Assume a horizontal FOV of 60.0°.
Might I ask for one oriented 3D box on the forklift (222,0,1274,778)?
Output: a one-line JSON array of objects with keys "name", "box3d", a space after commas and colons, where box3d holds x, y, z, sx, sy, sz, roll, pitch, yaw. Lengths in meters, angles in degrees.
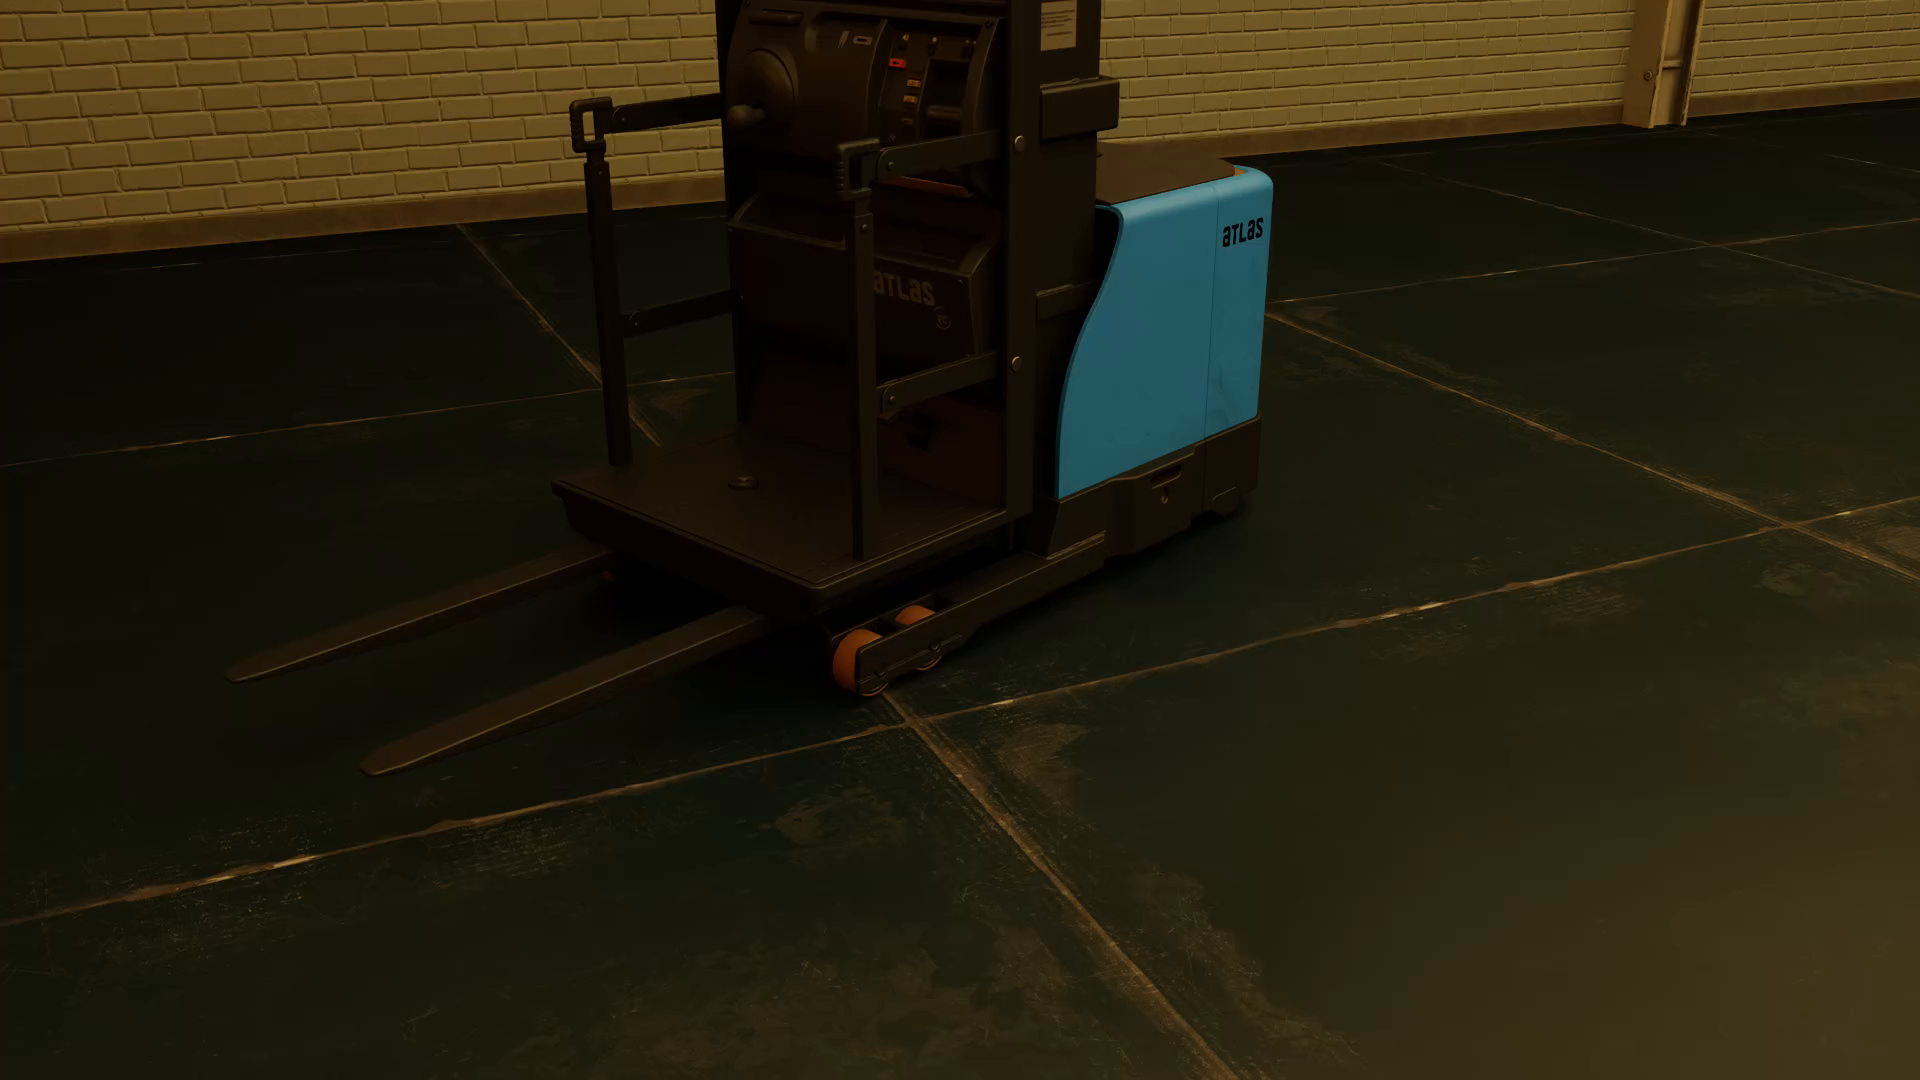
[{"name": "forklift", "box3d": [-0.413, -1.182, 4.131, 1.130, 2.935, 3.031, 19, 29, 39]}]
